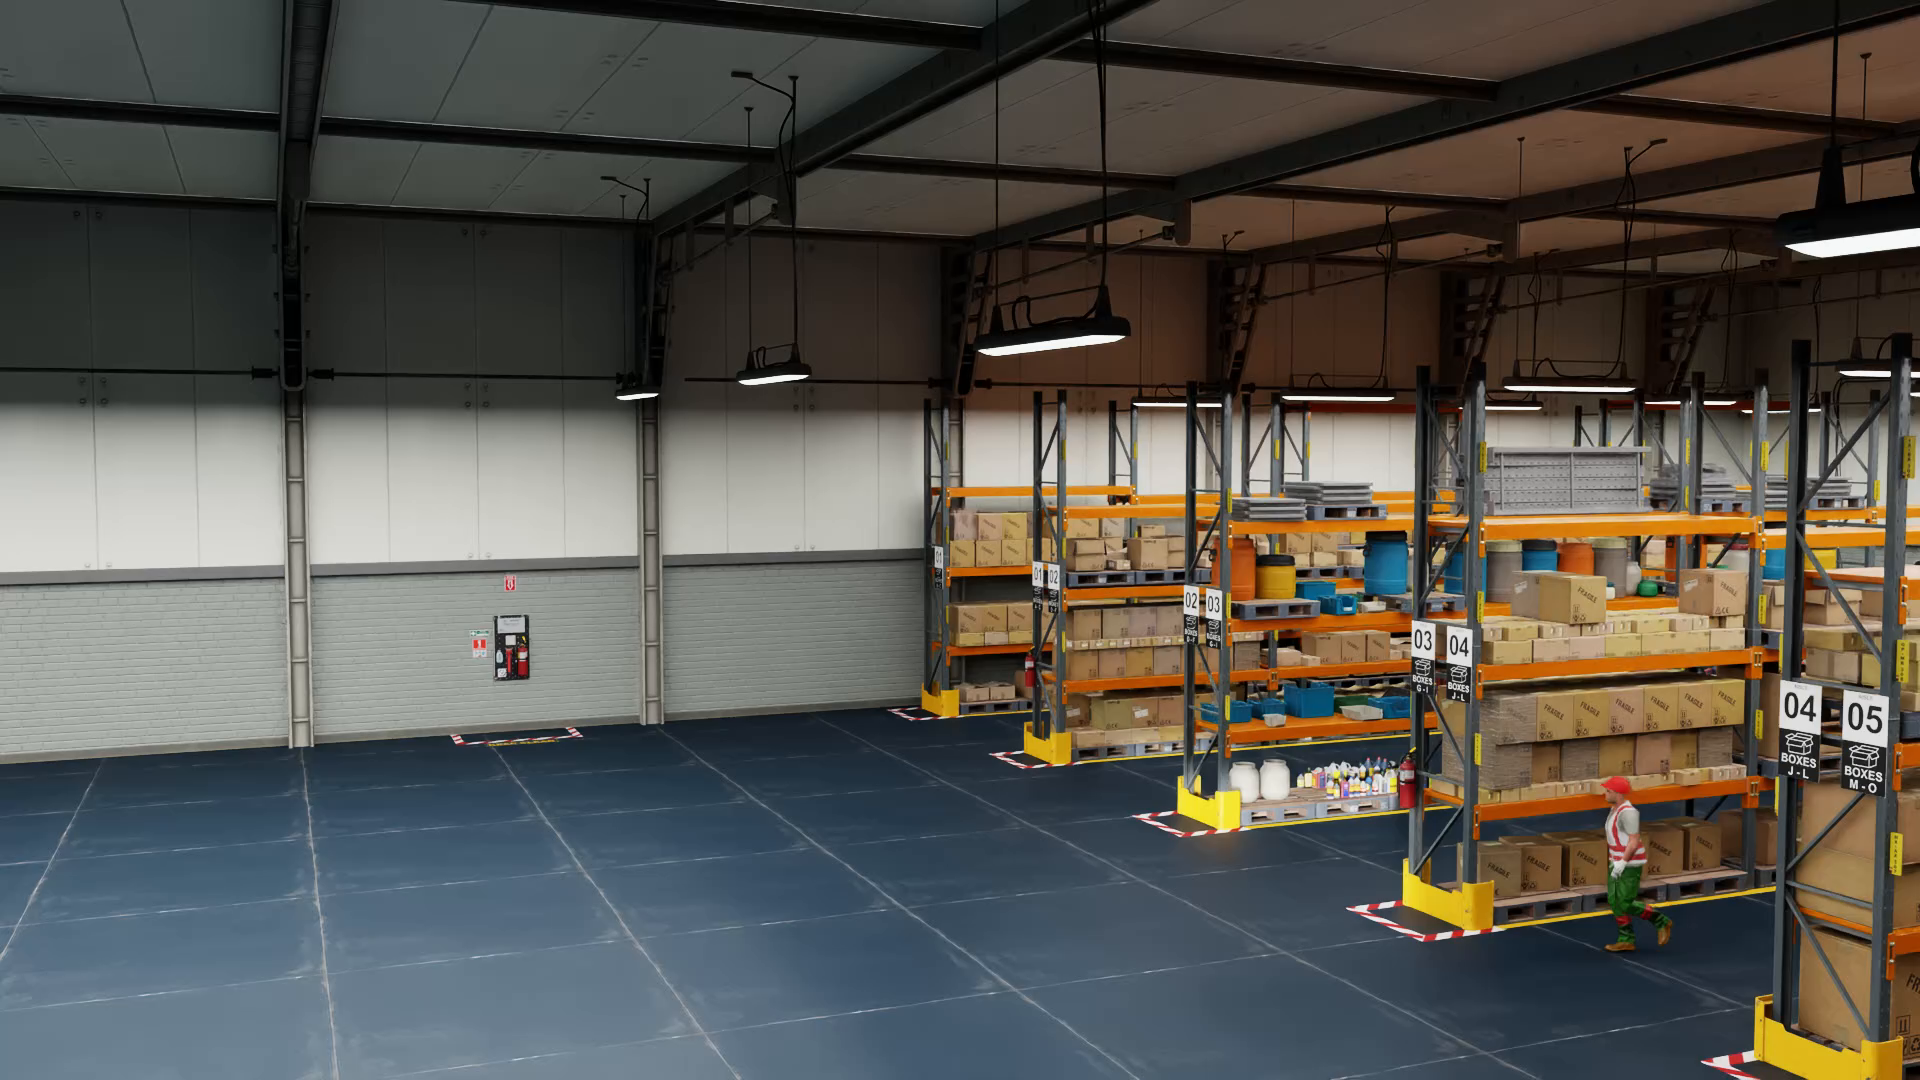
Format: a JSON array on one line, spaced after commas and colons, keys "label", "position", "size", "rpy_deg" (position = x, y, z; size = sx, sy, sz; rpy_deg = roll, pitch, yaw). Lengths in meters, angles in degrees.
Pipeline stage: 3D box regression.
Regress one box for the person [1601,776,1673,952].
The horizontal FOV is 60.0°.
[{"label": "person", "position": [6.858, 3.287, 16.900], "size": [0.676, 1.767, 0.567], "rpy_deg": [0, 3, -4]}]
